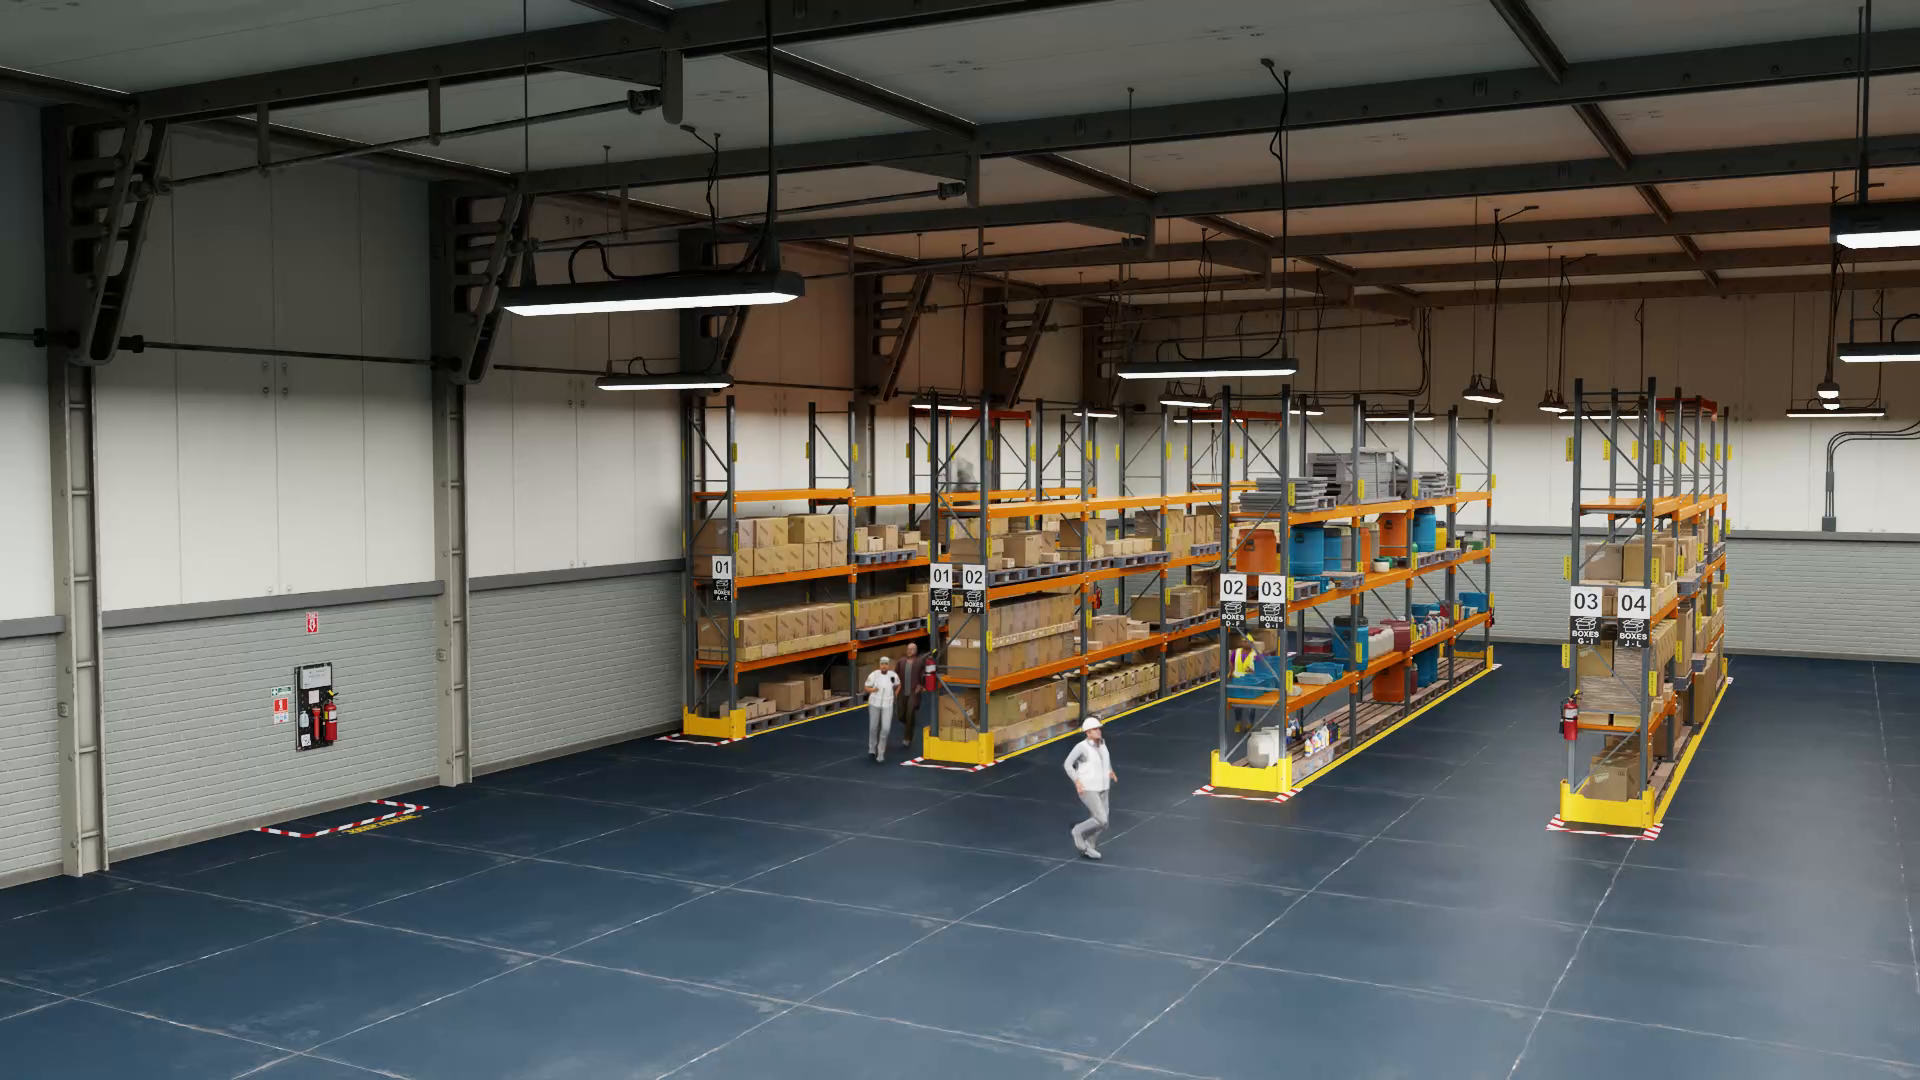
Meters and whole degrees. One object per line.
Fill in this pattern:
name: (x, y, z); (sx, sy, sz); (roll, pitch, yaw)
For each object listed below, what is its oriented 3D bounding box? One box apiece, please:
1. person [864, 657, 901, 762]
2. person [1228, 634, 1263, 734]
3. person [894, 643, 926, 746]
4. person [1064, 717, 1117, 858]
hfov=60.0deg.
person: (-1.264, 2.760, 27.192); (0.603, 1.731, 0.728); (0, 3, -1)
person: (5.078, 2.566, 29.612); (0.670, 1.801, 0.728); (1, 3, 20)
person: (-0.847, 2.633, 28.509); (0.704, 1.721, 0.777); (1, 3, 18)
person: (1.674, 3.058, 20.473); (0.650, 1.732, 0.566); (-3, 4, -43)
